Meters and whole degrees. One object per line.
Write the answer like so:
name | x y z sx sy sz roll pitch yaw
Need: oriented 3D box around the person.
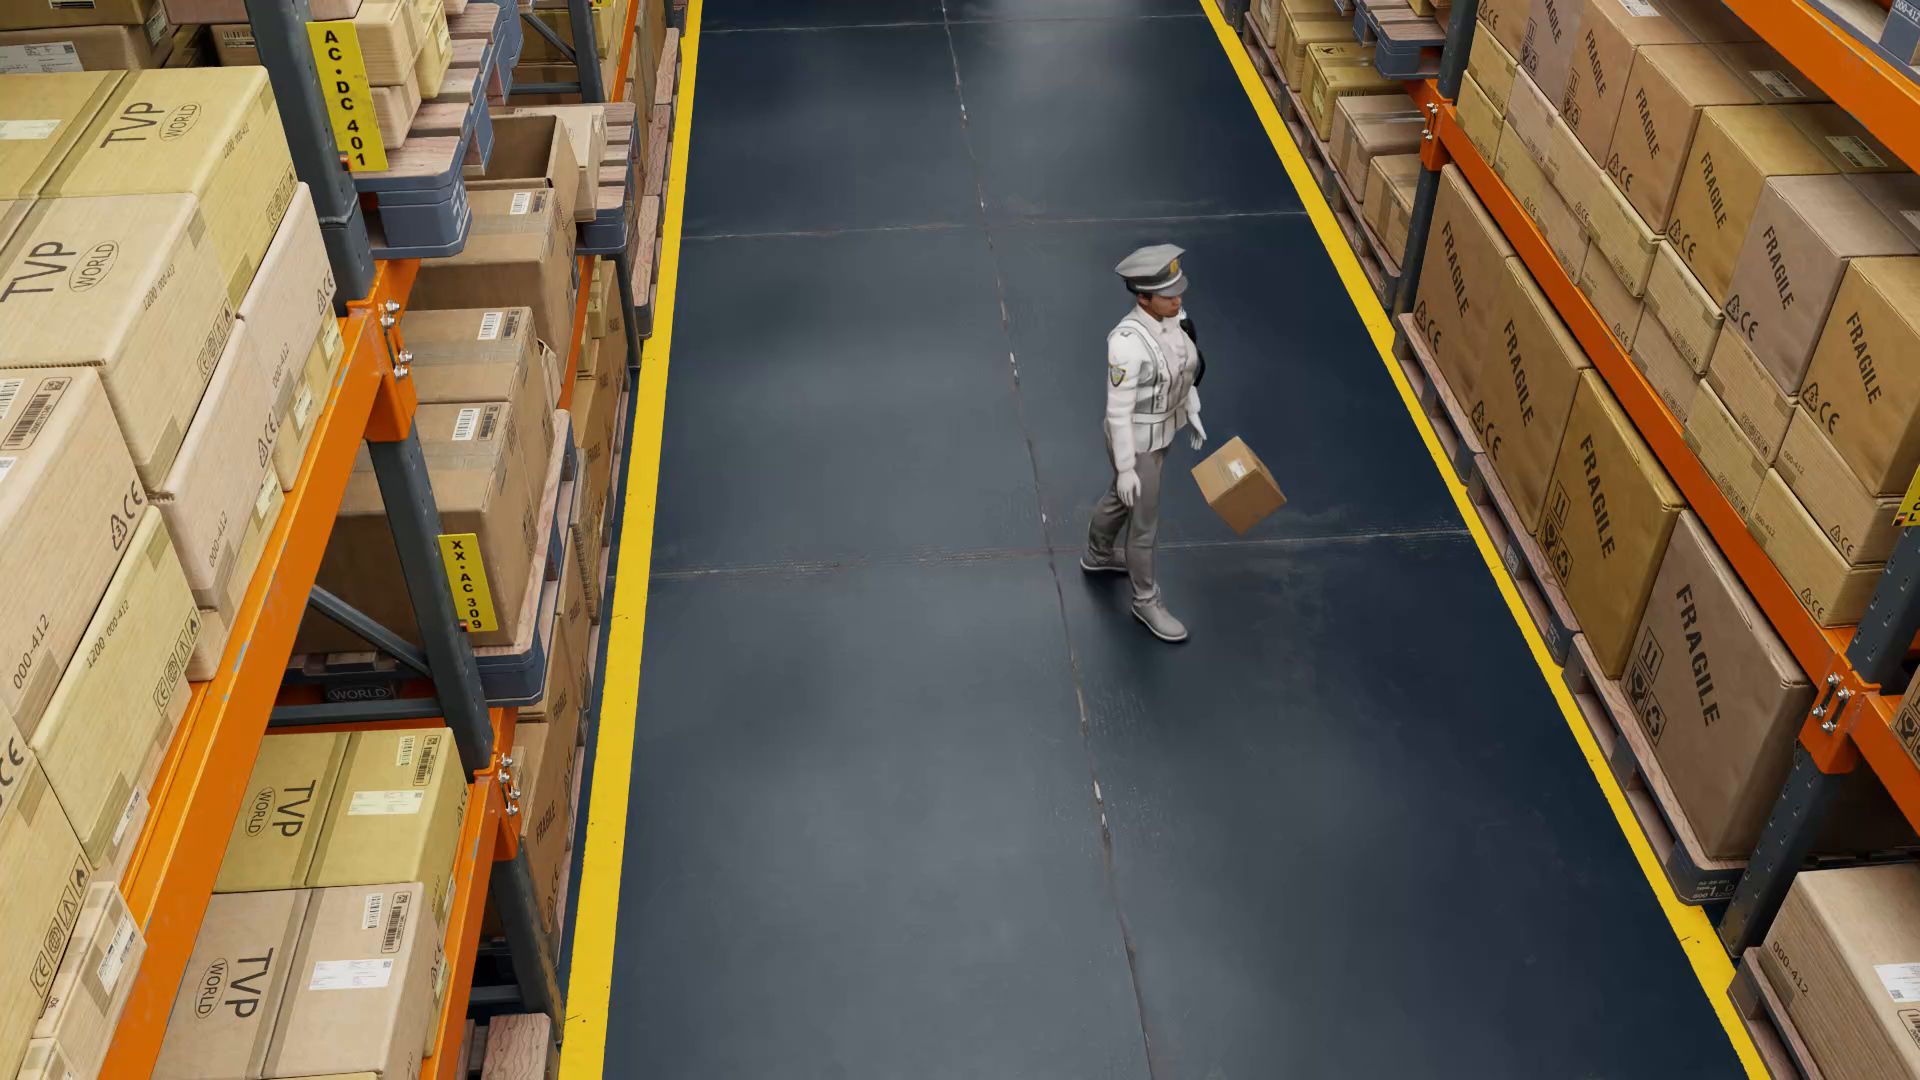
person | 0.754 -0.400 6.621 0.597 1.681 0.584 20 43 23
